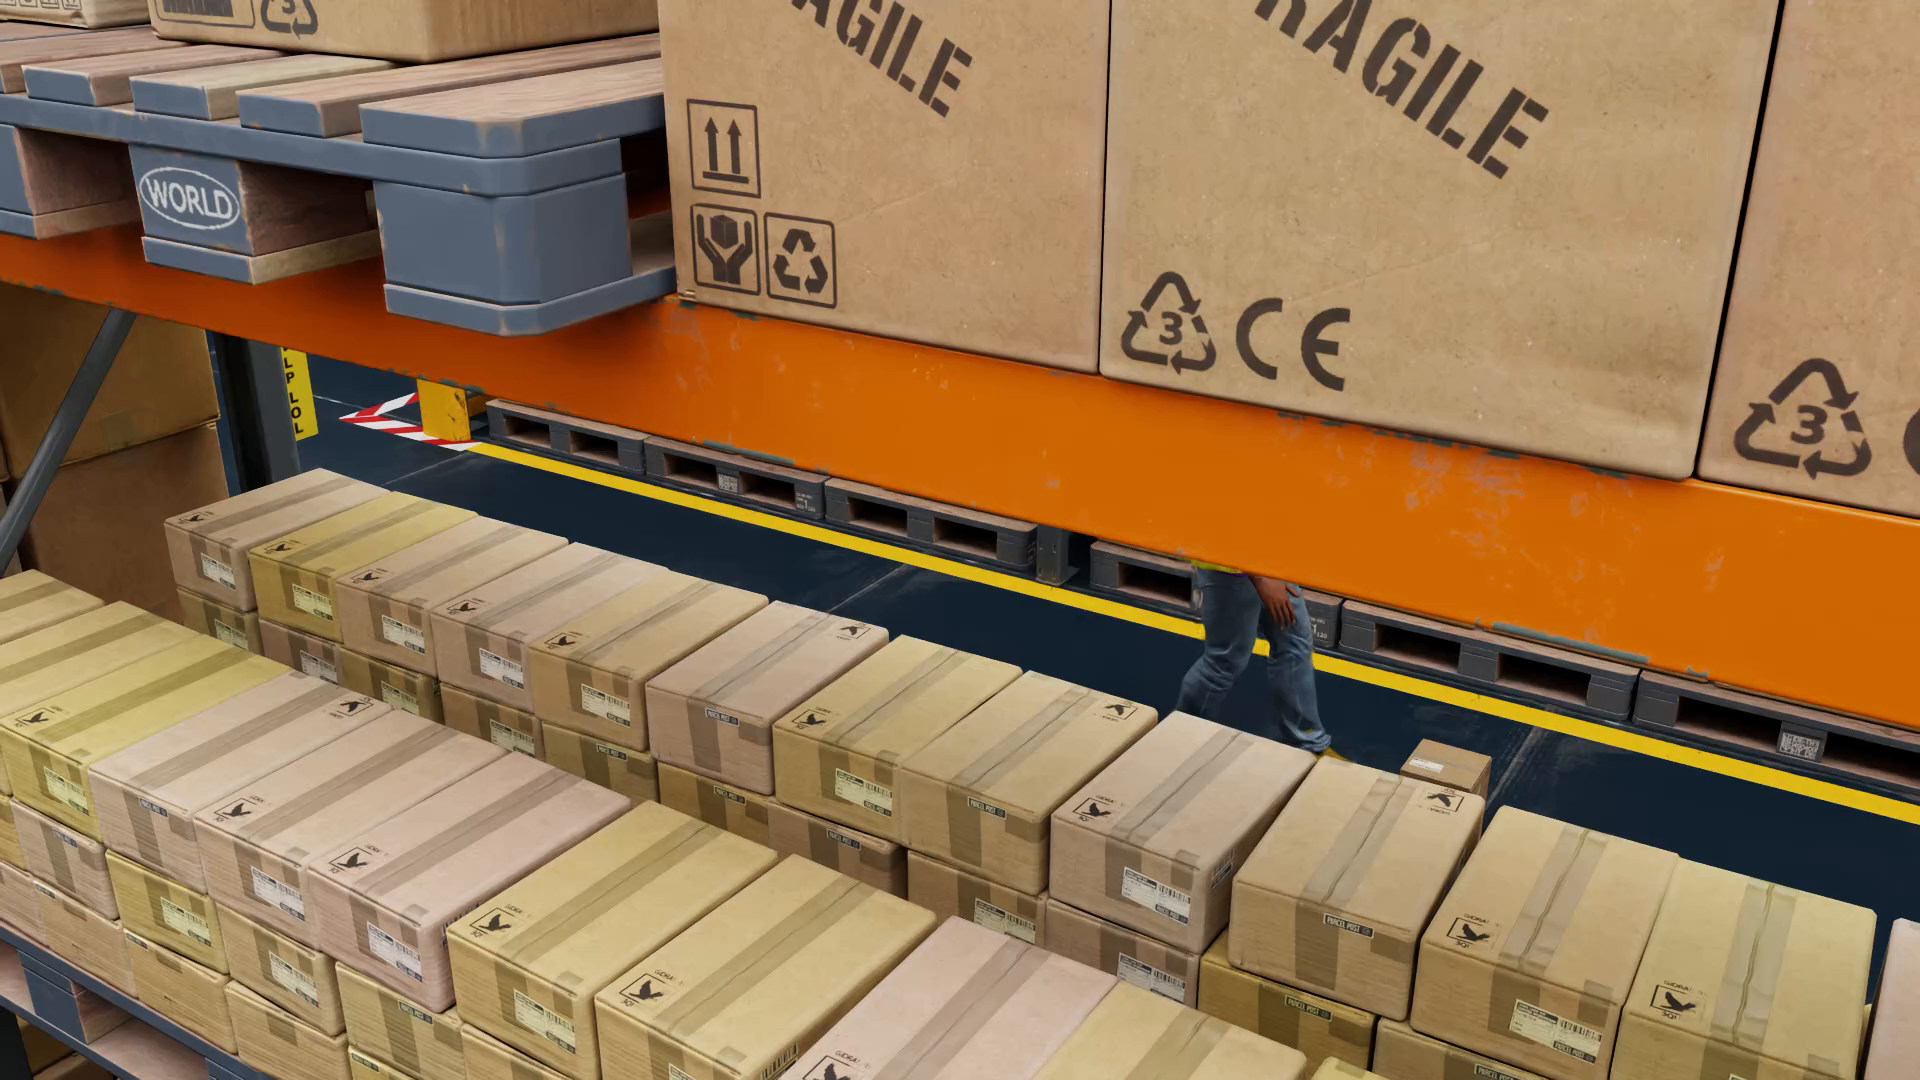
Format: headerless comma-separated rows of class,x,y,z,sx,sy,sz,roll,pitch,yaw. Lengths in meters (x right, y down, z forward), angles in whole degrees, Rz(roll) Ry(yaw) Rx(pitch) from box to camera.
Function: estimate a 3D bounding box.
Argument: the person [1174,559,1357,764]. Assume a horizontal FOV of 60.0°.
person,1.117,0.079,5.847,0.758,1.744,0.630,10,25,23
